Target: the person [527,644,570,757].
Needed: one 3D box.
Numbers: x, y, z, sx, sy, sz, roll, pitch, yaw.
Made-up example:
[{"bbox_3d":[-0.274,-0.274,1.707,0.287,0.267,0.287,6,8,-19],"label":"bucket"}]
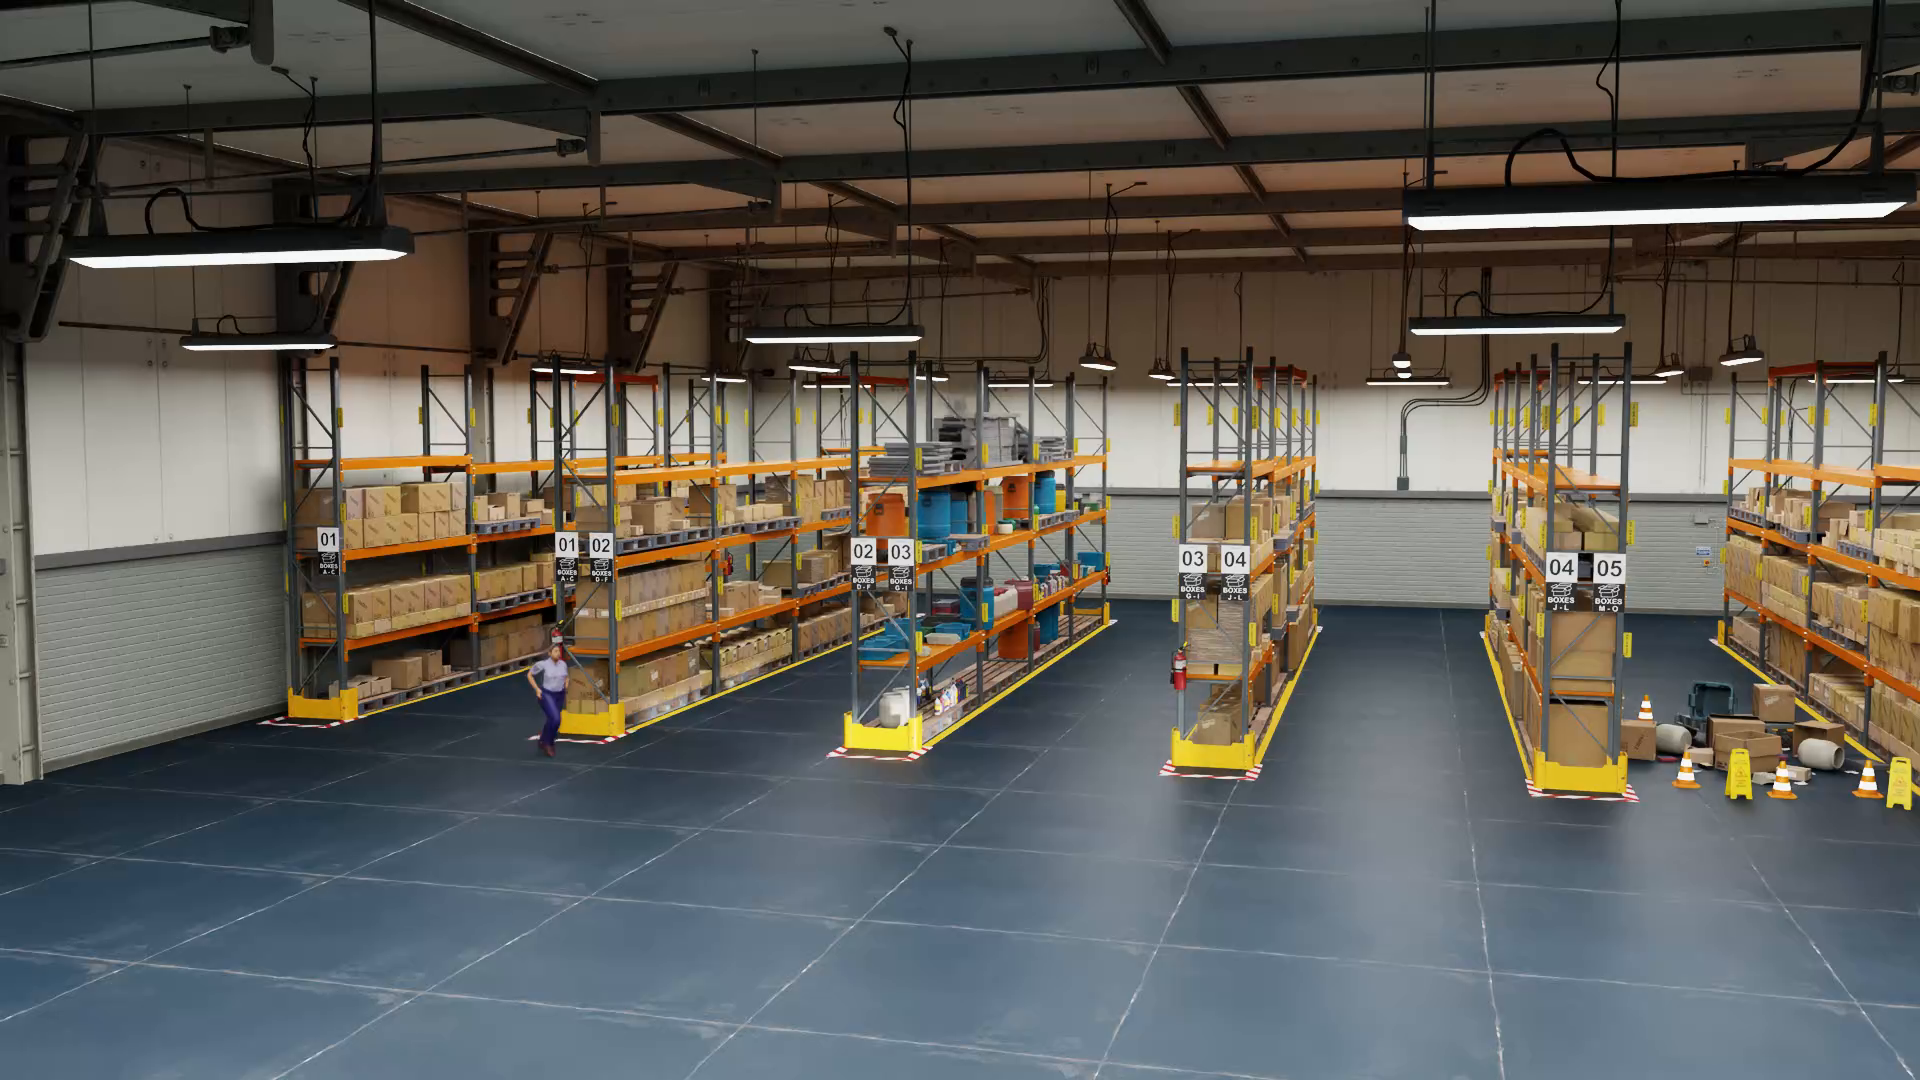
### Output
[{"bbox_3d":[-6.070,2.392,24.731,0.661,1.672,0.590,3,5,36],"label":"person"}]
